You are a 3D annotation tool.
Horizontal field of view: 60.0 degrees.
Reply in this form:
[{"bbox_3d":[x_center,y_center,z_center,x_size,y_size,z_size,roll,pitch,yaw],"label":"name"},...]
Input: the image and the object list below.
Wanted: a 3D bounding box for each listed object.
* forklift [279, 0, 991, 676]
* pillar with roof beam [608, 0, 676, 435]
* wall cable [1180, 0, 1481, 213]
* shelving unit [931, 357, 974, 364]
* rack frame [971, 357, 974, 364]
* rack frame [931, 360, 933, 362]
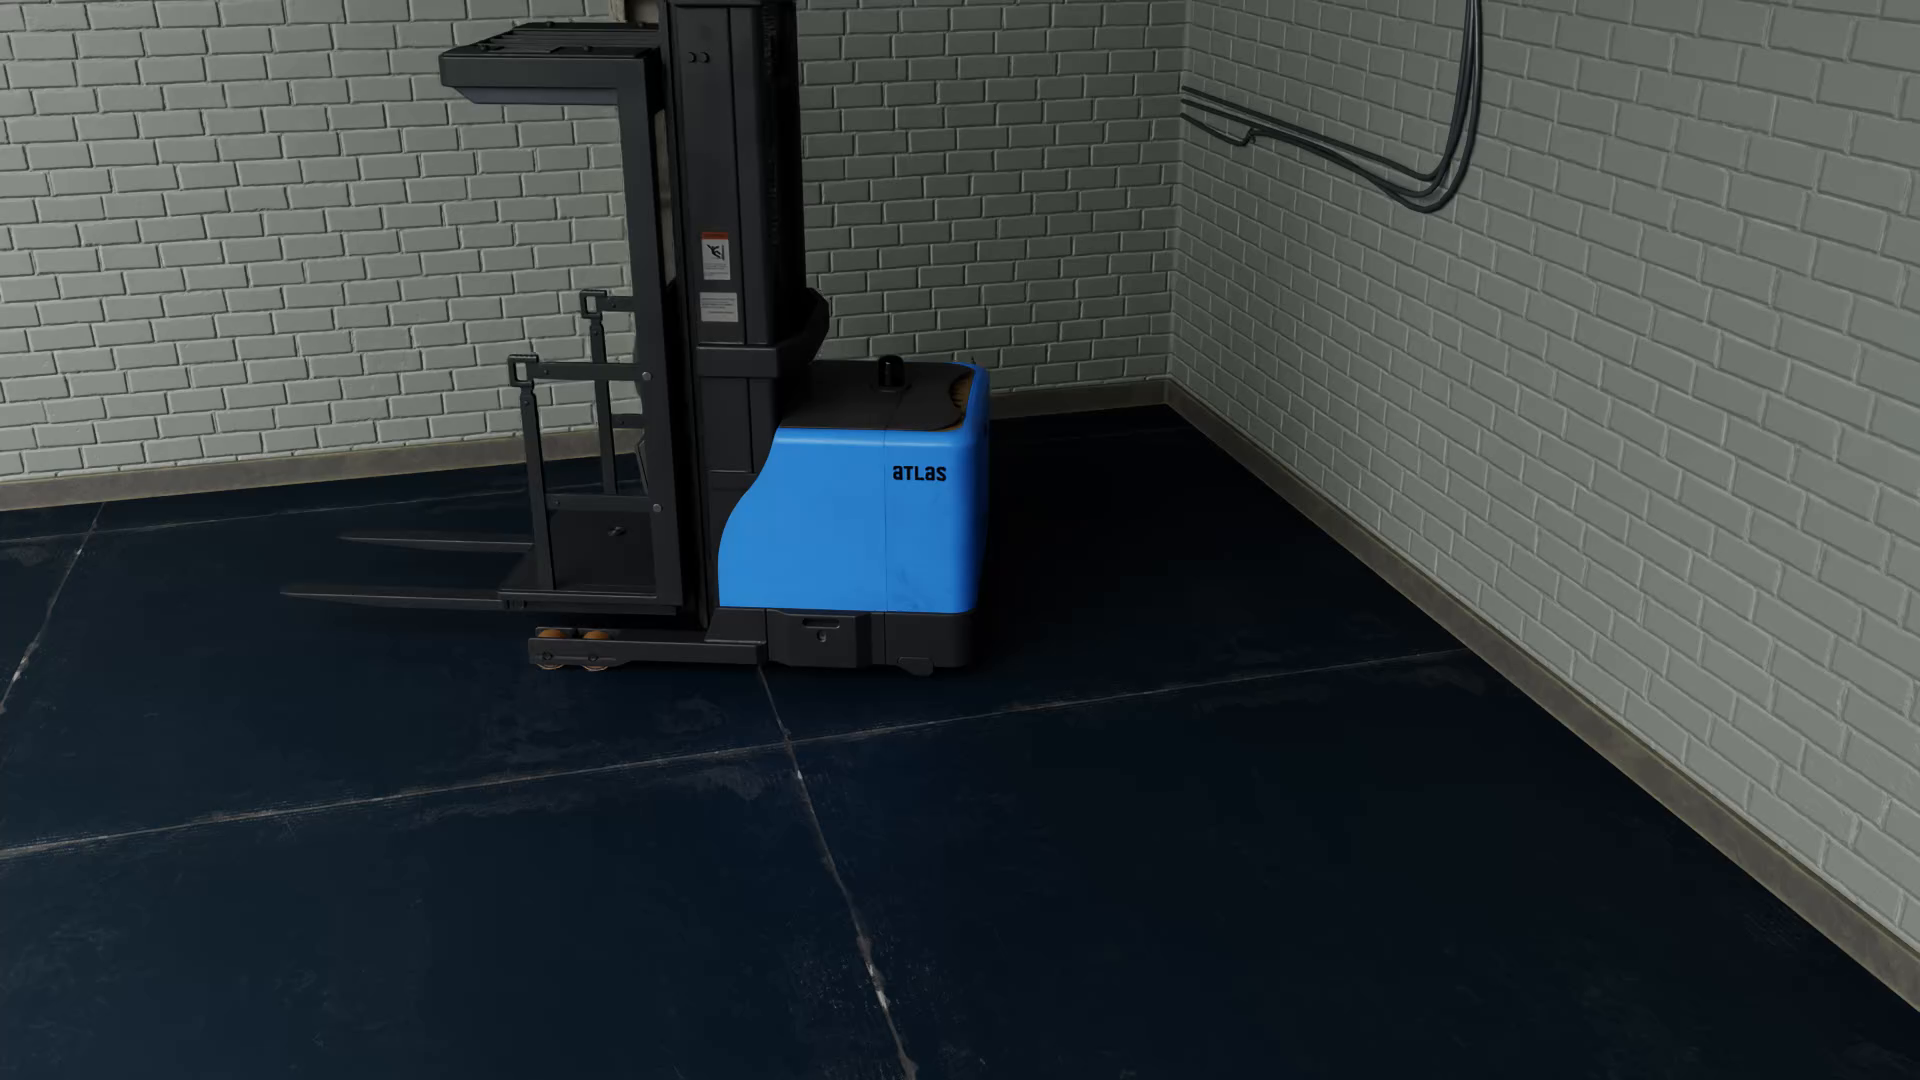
[{"bbox_3d":[-1.400,-1.002,6.869,3.031,2.935,1.130,2,23,4],"label":"forklift"},{"bbox_3d":[-0.400,-2.977,3.775,0.400,9.000,9.100,-6,24,-14],"label":"pillar with roof beam"},{"bbox_3d":[1.631,-2.996,7.758,0.112,2.526,3.097,-6,24,-14],"label":"wall cable"},{"bbox_3d":[-0.008,-0.413,8.071,0.210,0.900,0.258,-6,24,-14],"label":"shelving unit"},{"bbox_3d":[0.090,-0.424,8.096,0.006,0.900,0.240,-6,24,-14],"label":"rack frame"},{"bbox_3d":[-0.106,-0.402,8.045,0.006,0.900,0.240,-6,24,-14],"label":"rack frame"}]
